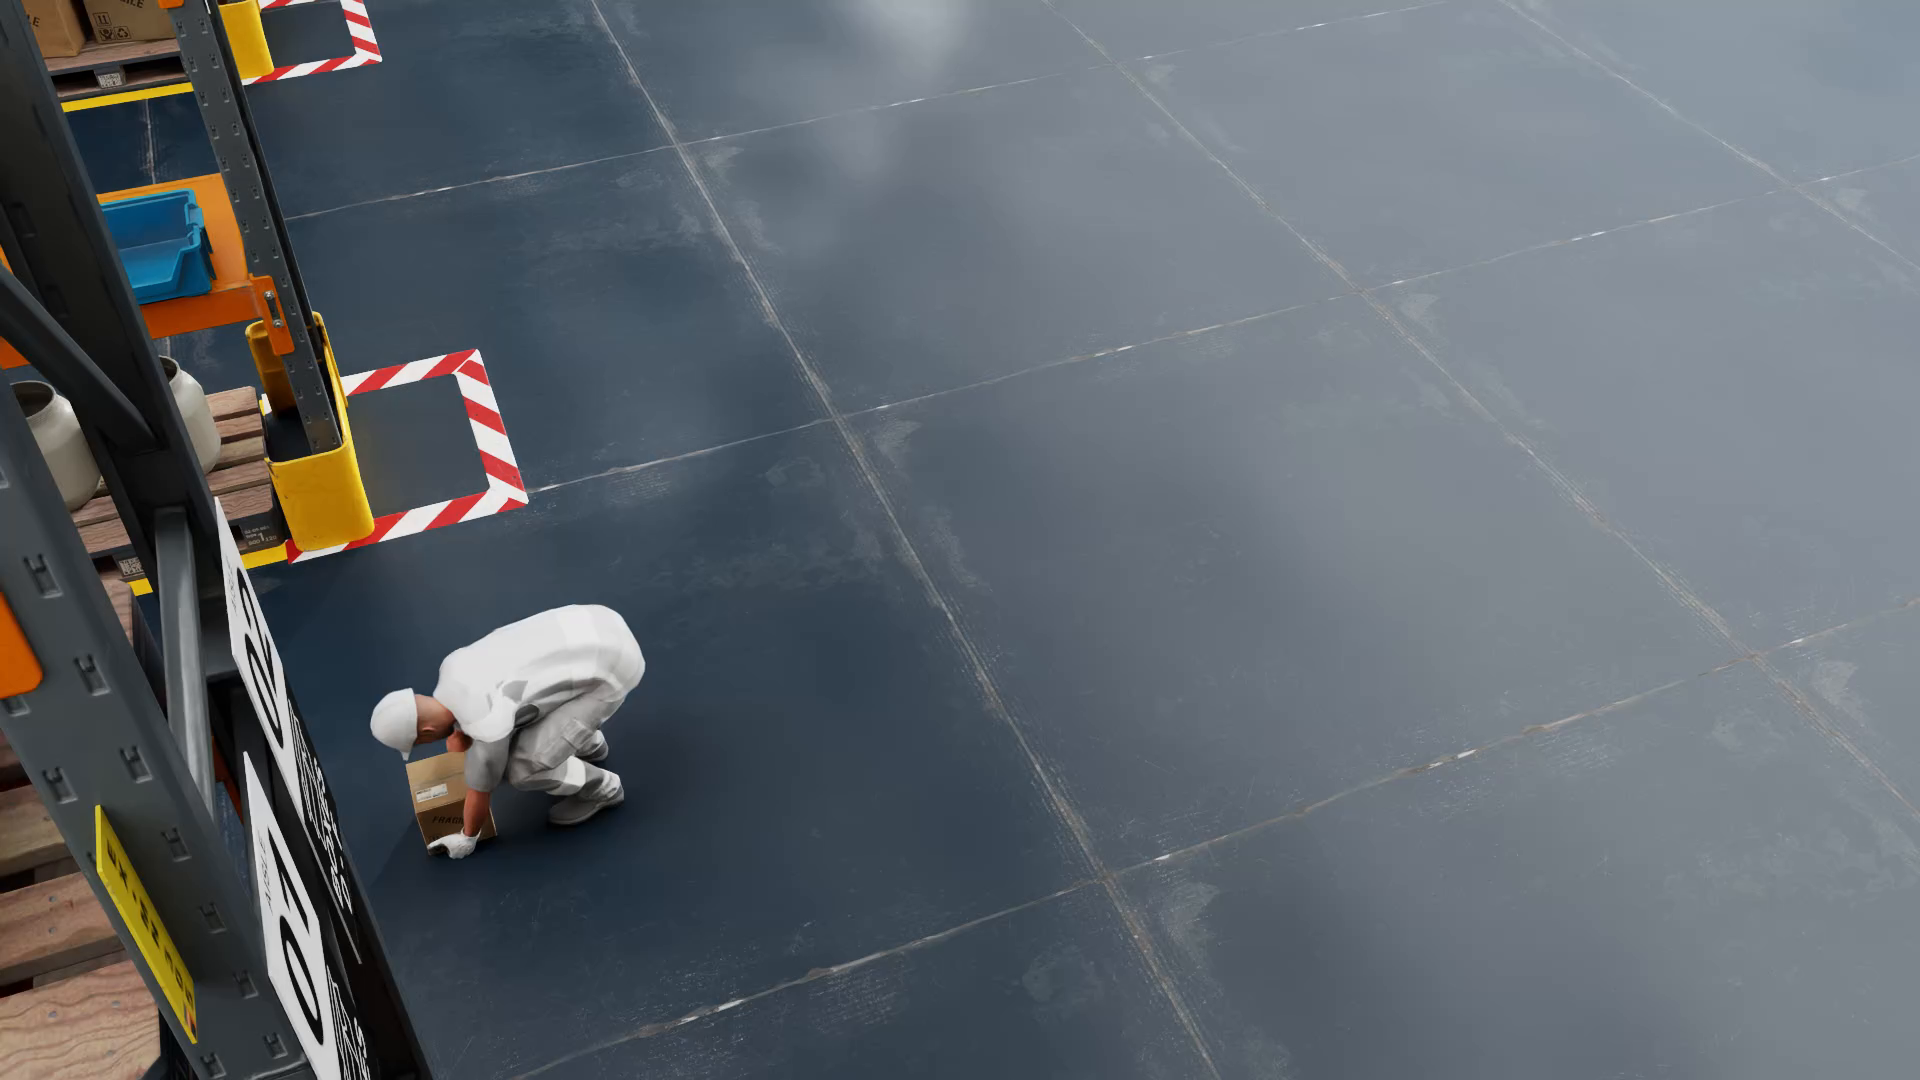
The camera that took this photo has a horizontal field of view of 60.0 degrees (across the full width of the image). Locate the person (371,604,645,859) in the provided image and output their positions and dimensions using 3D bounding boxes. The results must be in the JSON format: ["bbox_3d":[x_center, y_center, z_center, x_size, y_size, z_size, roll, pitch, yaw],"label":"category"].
[{"bbox_3d":[-1.618,0.692,6.109,0.967,0.842,0.530,-17,44,-18],"label":"person"}]
